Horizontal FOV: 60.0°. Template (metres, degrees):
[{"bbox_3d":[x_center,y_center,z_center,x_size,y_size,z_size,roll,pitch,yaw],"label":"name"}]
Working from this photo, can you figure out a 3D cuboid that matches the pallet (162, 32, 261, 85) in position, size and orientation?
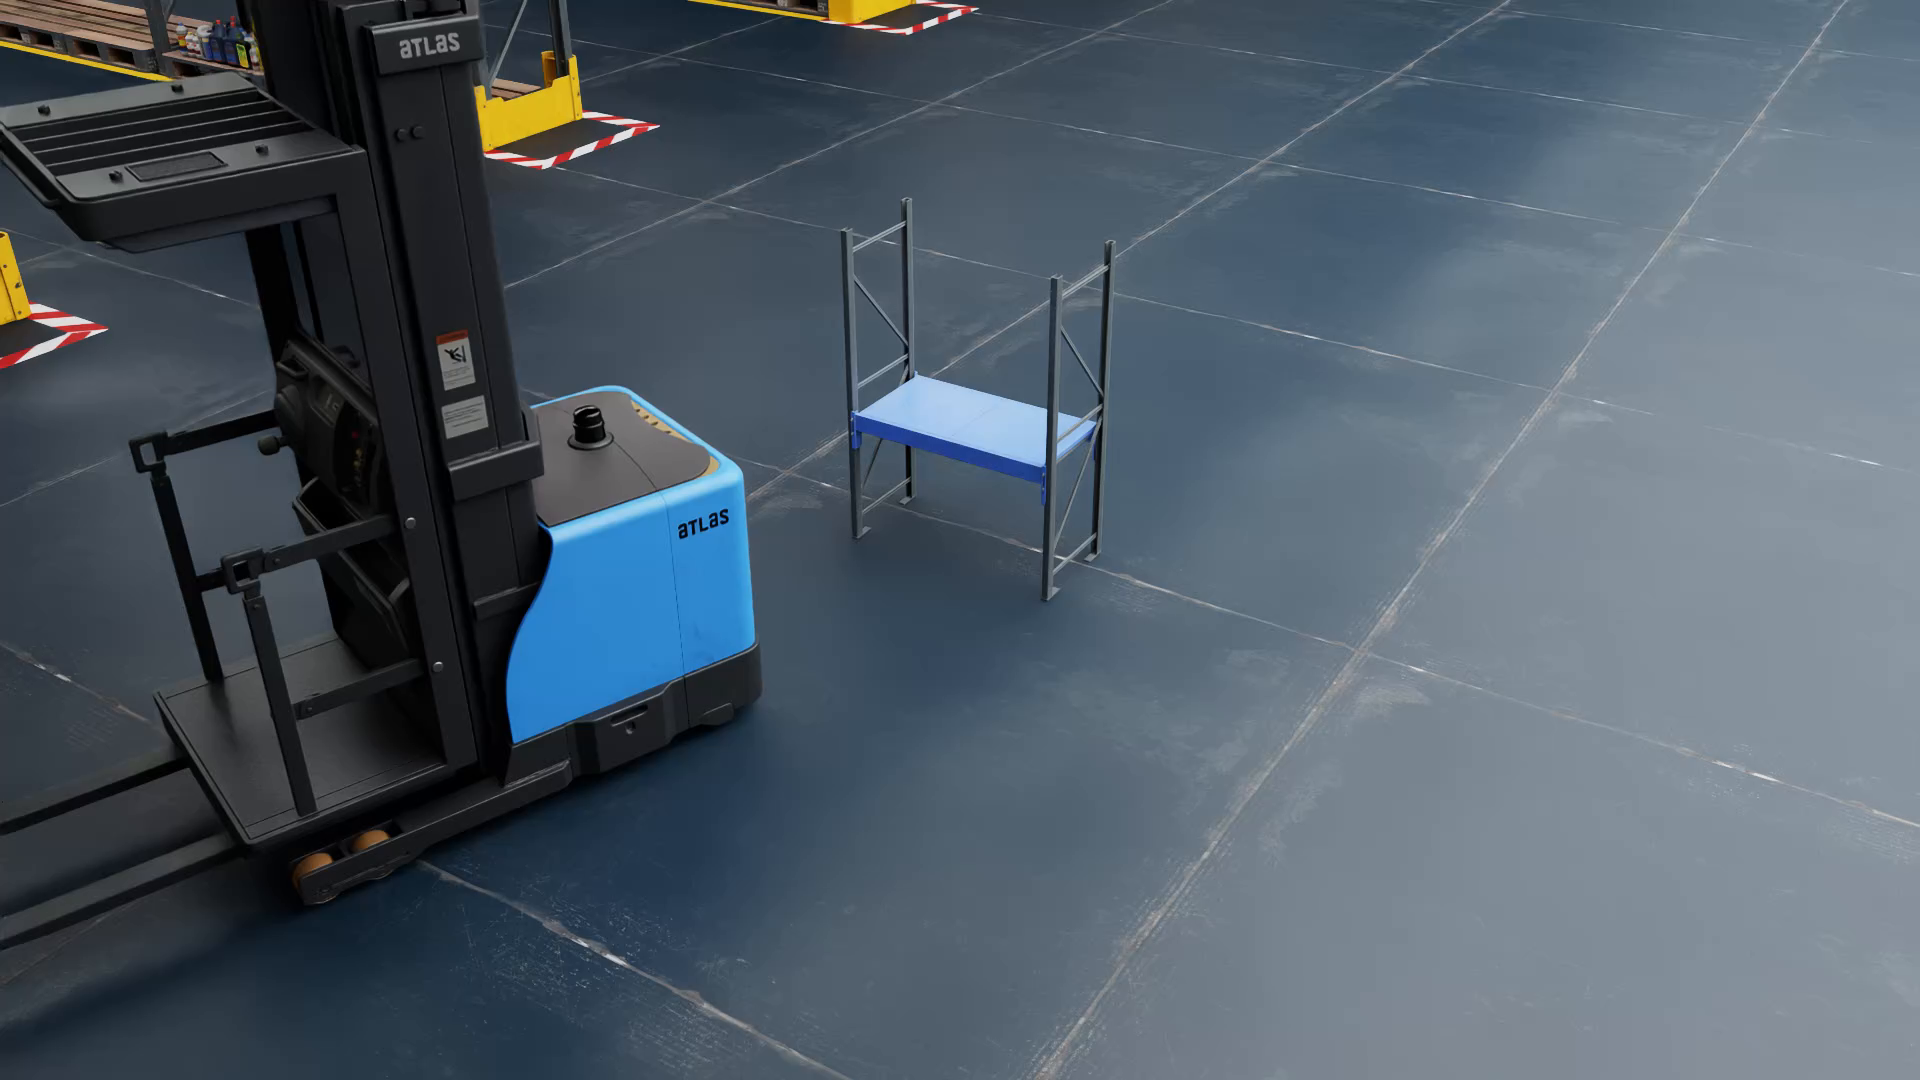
[{"bbox_3d":[-6.296,-4.256,14.836,1.213,0.211,1.003,18,35,27],"label":"pallet"}]

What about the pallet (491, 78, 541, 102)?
[{"bbox_3d":[-4.230,-3.602,13.716,1.213,0.211,1.003,18,35,27],"label":"pallet"}]

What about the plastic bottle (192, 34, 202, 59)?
[{"bbox_3d":[-6.634,-4.313,14.506,0.097,0.201,0.097,0,30,0],"label":"plastic bottle"}]

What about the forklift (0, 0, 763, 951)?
[{"bbox_3d":[-2.254,-0.336,5.417,3.031,2.935,1.130,-22,37,-32],"label":"forklift"}]

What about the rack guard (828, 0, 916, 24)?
[{"bbox_3d":[-0.886,-5.641,16.924,0.348,0.500,1.175,18,35,27],"label":"rack guard"}]

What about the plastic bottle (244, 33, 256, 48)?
[{"bbox_3d":[-6.075,-4.202,14.248,0.097,0.271,0.097,0,30,0],"label":"plastic bottle"}]

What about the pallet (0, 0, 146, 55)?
[{"bbox_3d":[-8.566,-4.974,16.067,1.213,0.211,1.003,18,35,27],"label":"pallet"}]

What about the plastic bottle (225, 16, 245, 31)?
[{"bbox_3d":[-6.303,-4.372,14.460,0.185,0.351,0.144,18,35,27],"label":"plastic bottle"}]

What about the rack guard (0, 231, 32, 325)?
[{"bbox_3d":[-6.071,-1.387,9.632,0.348,0.500,1.175,18,35,27],"label":"rack guard"}]

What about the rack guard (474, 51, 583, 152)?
[{"bbox_3d":[-3.544,-3.507,13.266,0.348,0.500,1.175,18,35,27],"label":"rack guard"}]

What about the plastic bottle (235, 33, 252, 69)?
[{"bbox_3d":[-6.102,-4.169,14.179,0.133,0.283,0.061,19,35,29],"label":"plastic bottle"}]

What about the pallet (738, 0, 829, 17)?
[{"bbox_3d":[-1.555,-5.749,17.395,1.213,0.211,1.003,18,35,27],"label":"pallet"}]

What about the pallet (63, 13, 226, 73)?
[{"bbox_3d":[-7.529,-4.648,15.507,1.213,0.211,1.003,18,35,27],"label":"pallet"}]

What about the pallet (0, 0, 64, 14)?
[{"bbox_3d":[-9.595,-5.301,16.628,1.213,0.211,1.003,18,35,27],"label":"pallet"}]

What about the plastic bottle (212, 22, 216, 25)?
[{"bbox_3d":[-6.462,-4.373,14.529,0.133,0.283,0.061,18,35,27],"label":"plastic bottle"}]

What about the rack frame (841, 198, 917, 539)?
[{"bbox_3d":[-0.358,-0.761,7.566,0.032,1.500,0.500,18,35,27],"label":"rack frame"}]

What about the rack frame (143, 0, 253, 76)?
[{"bbox_3d":[-6.843,-5.658,14.472,0.127,3.000,1.000,18,35,27],"label":"rack frame"}]

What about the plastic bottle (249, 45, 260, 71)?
[{"bbox_3d":[-5.993,-4.110,14.158,0.097,0.201,0.097,0,30,0],"label":"plastic bottle"}]

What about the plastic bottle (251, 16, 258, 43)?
[{"bbox_3d":[-6.221,-4.593,14.838,0.185,0.351,0.144,18,35,27],"label":"plastic bottle"}]

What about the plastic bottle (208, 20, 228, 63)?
[{"bbox_3d":[-6.380,-4.311,14.355,0.185,0.351,0.144,19,35,29],"label":"plastic bottle"}]

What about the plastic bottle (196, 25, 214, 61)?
[{"bbox_3d":[-6.518,-4.324,14.452,0.135,0.276,0.152,19,35,29],"label":"plastic bottle"}]

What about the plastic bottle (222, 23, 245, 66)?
[{"bbox_3d":[-6.220,-4.260,14.268,0.185,0.351,0.144,16,34,25],"label":"plastic bottle"}]

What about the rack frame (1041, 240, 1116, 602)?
[{"bbox_3d":[0.503,-0.489,7.099,0.032,1.500,0.500,18,35,27],"label":"rack frame"}]

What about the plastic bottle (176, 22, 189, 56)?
[{"bbox_3d":[-6.806,-4.397,14.582,0.097,0.271,0.097,0,30,0],"label":"plastic bottle"}]

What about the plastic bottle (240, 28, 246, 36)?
[{"bbox_3d":[-6.193,-4.289,14.396,0.097,0.271,0.097,0,30,0],"label":"plastic bottle"}]

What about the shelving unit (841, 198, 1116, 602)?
[{"bbox_3d":[0.072,-0.625,7.333,1.048,1.500,0.538,18,35,27],"label":"shelving unit"}]

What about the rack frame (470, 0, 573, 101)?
[{"bbox_3d":[-3.455,-4.587,12.635,0.127,3.000,1.000,18,35,27],"label":"rack frame"}]

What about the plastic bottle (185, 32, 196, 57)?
[{"bbox_3d":[-6.720,-4.340,14.553,0.097,0.201,0.097,0,30,0],"label":"plastic bottle"}]

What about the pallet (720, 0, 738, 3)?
[{"bbox_3d":[-2.585,-6.076,17.956,1.213,0.211,1.003,18,35,27],"label":"pallet"}]

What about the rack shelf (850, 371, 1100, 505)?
[{"bbox_3d":[0.072,-0.470,7.424,1.000,0.185,0.538,18,35,27],"label":"rack shelf"}]

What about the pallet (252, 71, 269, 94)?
[{"bbox_3d":[-5.259,-3.930,14.276,1.213,0.211,1.003,18,35,27],"label":"pallet"}]

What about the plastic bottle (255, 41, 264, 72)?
[{"bbox_3d":[-5.860,-4.146,14.073,0.185,0.351,0.144,17,34,27],"label":"plastic bottle"}]
